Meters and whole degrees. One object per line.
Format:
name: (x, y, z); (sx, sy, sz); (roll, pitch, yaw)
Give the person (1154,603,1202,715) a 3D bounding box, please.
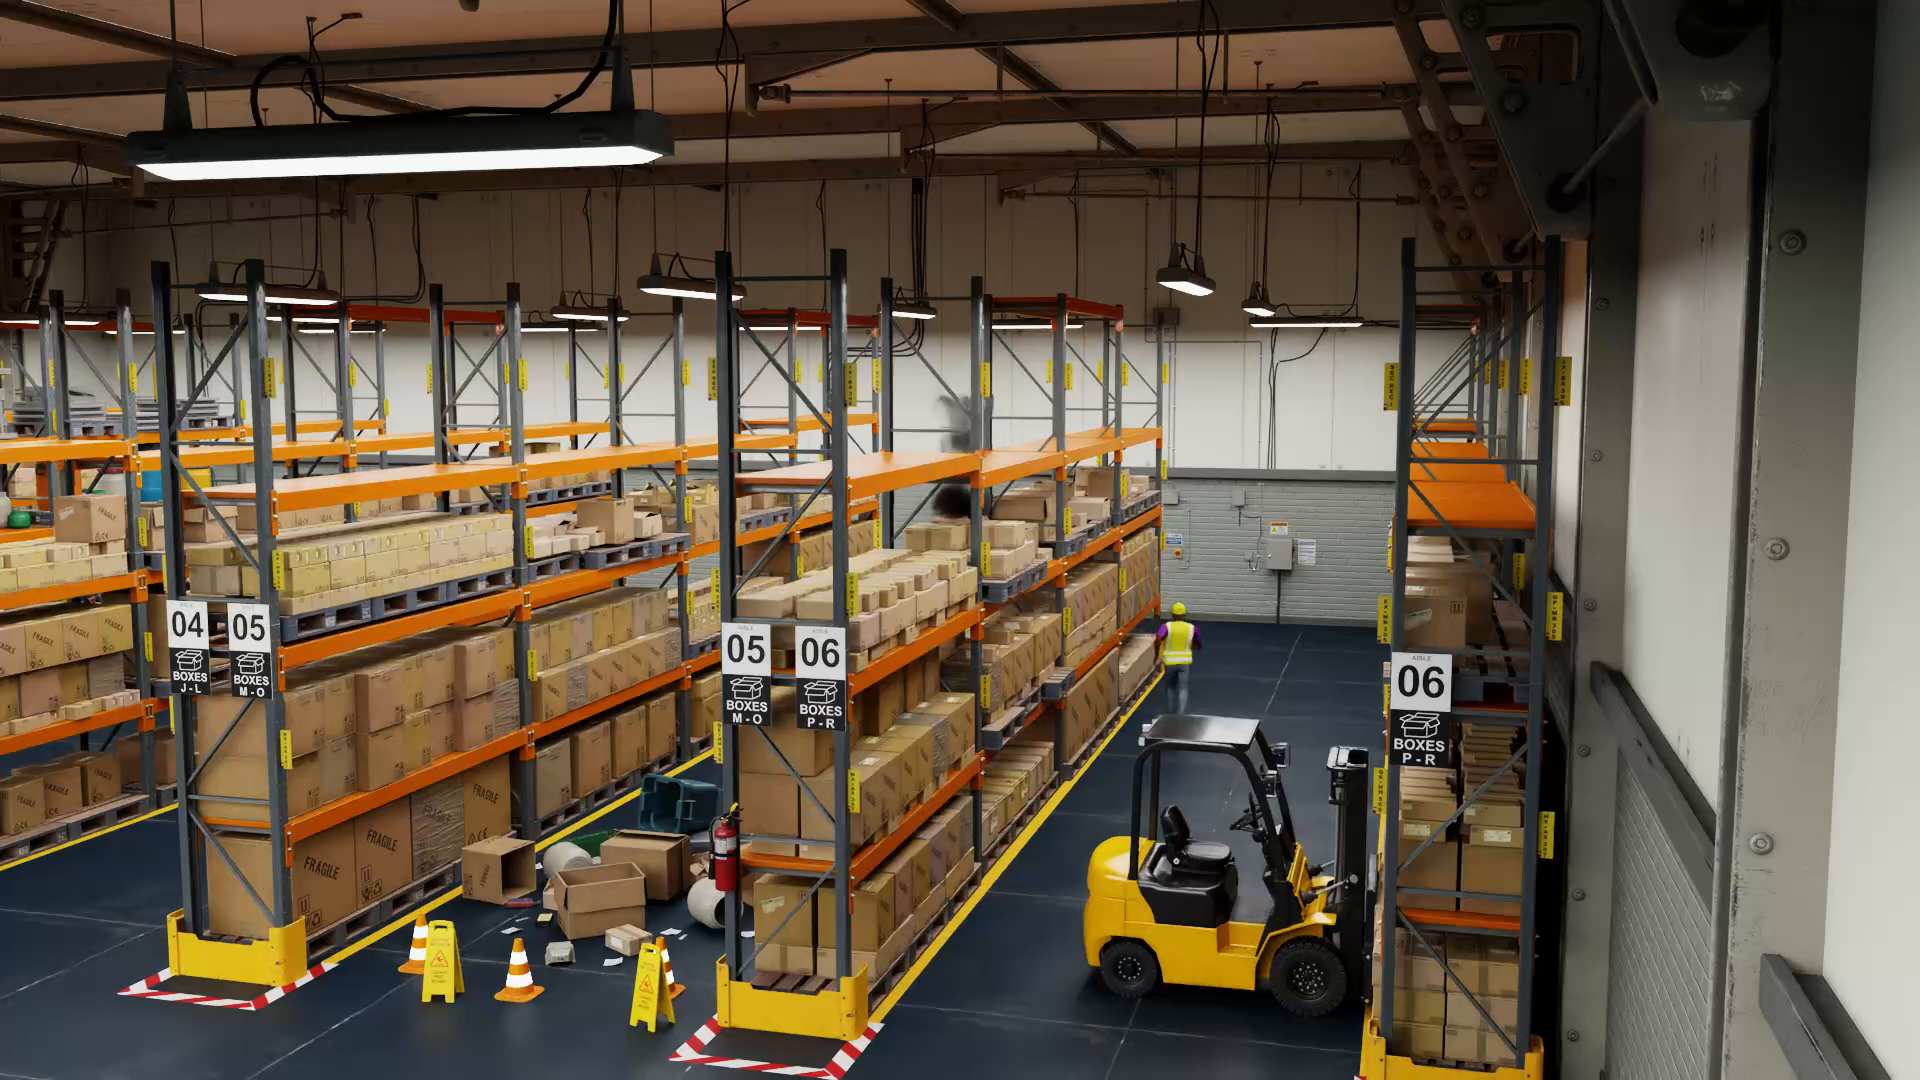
person: (3.076, 1.788, 23.474); (0.681, 1.804, 0.897); (1, 6, 8)
